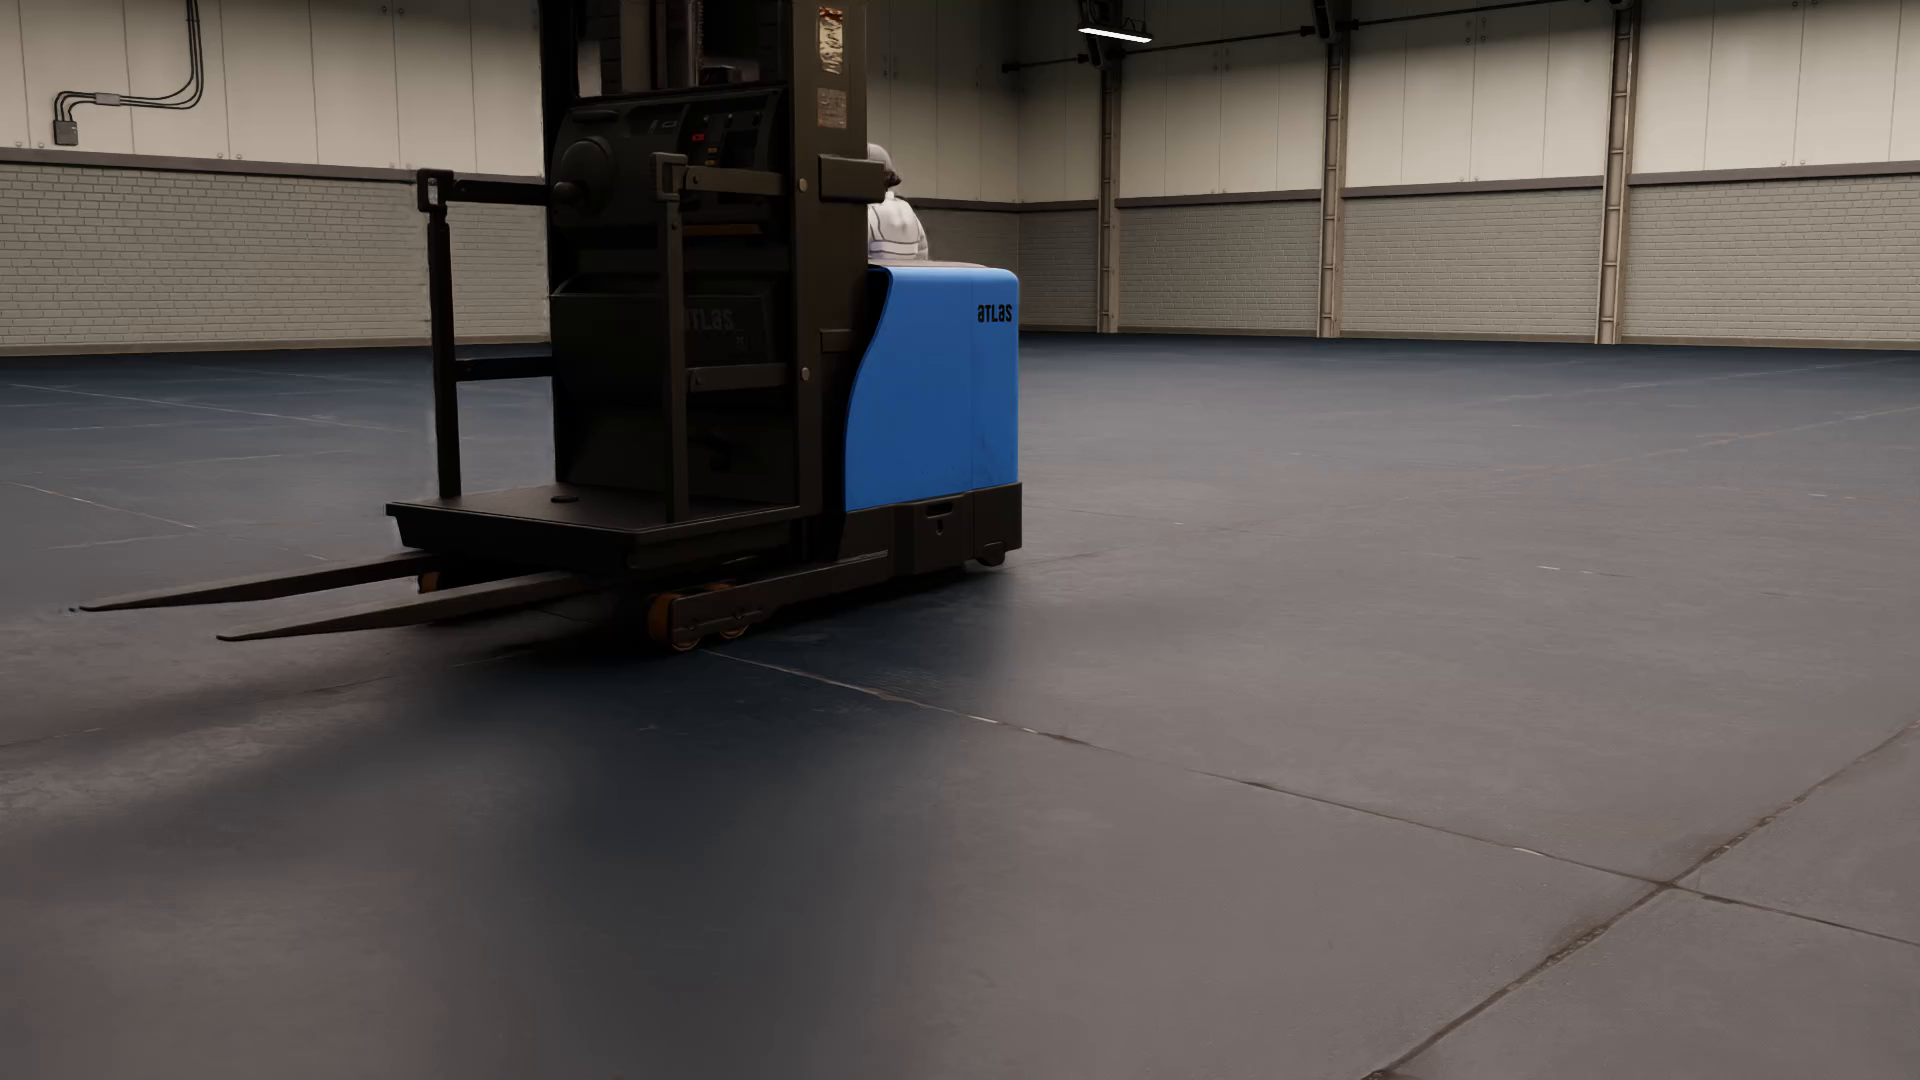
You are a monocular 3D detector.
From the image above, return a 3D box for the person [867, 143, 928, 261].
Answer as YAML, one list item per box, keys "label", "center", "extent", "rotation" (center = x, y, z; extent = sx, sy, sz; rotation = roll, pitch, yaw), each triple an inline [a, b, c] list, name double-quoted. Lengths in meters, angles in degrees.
- label: "person"
  center: [-0.368, -0.817, 6.877]
  extent: [0.824, 1.599, 0.628]
  rotation: [4, 9, 24]

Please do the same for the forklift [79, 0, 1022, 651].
- label: "forklift"
  center: [-1.038, -1.218, 4.965]
  extent: [1.130, 2.935, 3.031]
  rotation: [6, 10, 35]
